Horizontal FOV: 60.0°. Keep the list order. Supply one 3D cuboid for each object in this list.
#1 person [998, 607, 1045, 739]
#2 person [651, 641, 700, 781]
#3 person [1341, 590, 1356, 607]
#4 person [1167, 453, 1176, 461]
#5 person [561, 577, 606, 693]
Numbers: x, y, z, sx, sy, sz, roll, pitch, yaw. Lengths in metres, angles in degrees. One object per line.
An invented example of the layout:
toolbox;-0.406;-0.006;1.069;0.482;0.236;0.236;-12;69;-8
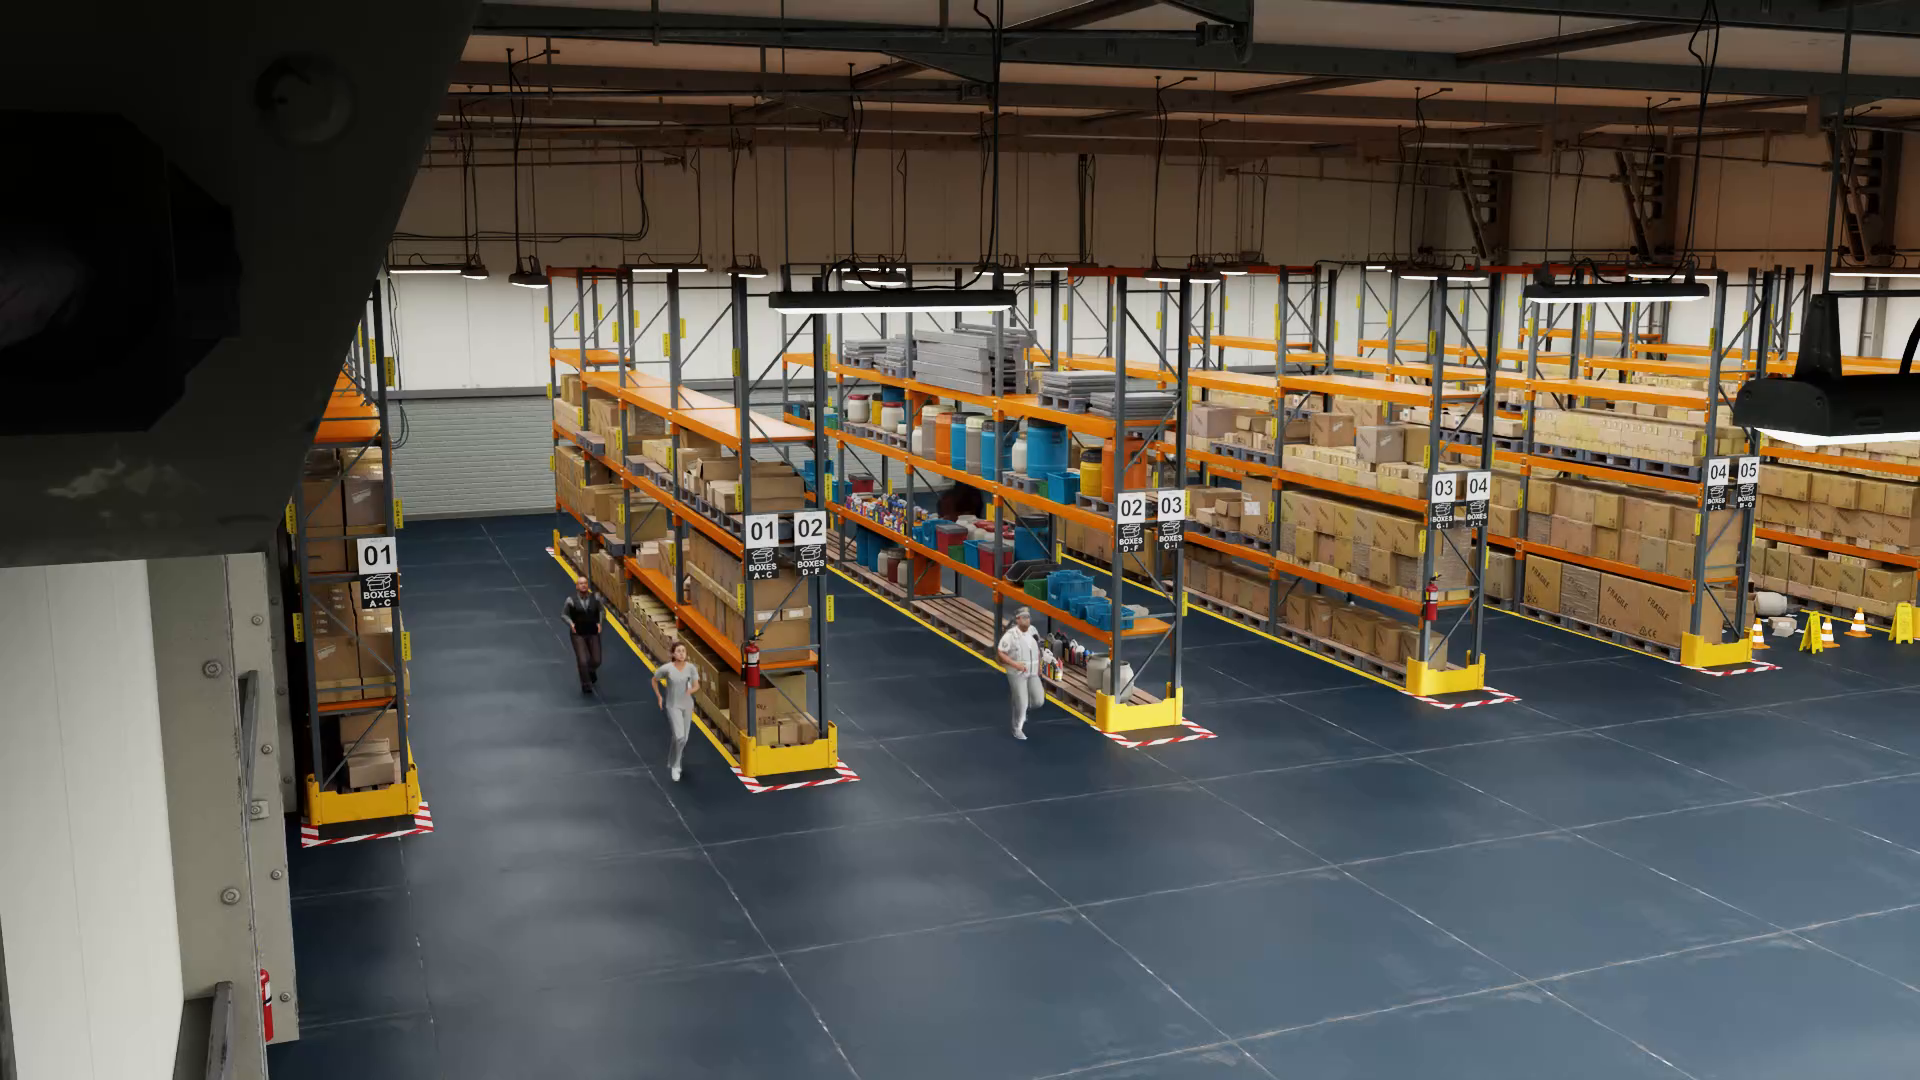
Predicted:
person;0.827;1.723;21.811;0.715;1.745;0.568;-7;12;-35
person;-3.393;2.054;20.110;0.537;1.671;0.616;-6;11;-29
person;6.990;0.417;29.815;0.537;1.568;0.506;-4;11;-23
person;5.377;-1.694;41.554;0.785;1.669;0.607;-5;11;-27
person;-5.411;1.363;24.004;0.656;1.673;0.606;-4;11;-21
